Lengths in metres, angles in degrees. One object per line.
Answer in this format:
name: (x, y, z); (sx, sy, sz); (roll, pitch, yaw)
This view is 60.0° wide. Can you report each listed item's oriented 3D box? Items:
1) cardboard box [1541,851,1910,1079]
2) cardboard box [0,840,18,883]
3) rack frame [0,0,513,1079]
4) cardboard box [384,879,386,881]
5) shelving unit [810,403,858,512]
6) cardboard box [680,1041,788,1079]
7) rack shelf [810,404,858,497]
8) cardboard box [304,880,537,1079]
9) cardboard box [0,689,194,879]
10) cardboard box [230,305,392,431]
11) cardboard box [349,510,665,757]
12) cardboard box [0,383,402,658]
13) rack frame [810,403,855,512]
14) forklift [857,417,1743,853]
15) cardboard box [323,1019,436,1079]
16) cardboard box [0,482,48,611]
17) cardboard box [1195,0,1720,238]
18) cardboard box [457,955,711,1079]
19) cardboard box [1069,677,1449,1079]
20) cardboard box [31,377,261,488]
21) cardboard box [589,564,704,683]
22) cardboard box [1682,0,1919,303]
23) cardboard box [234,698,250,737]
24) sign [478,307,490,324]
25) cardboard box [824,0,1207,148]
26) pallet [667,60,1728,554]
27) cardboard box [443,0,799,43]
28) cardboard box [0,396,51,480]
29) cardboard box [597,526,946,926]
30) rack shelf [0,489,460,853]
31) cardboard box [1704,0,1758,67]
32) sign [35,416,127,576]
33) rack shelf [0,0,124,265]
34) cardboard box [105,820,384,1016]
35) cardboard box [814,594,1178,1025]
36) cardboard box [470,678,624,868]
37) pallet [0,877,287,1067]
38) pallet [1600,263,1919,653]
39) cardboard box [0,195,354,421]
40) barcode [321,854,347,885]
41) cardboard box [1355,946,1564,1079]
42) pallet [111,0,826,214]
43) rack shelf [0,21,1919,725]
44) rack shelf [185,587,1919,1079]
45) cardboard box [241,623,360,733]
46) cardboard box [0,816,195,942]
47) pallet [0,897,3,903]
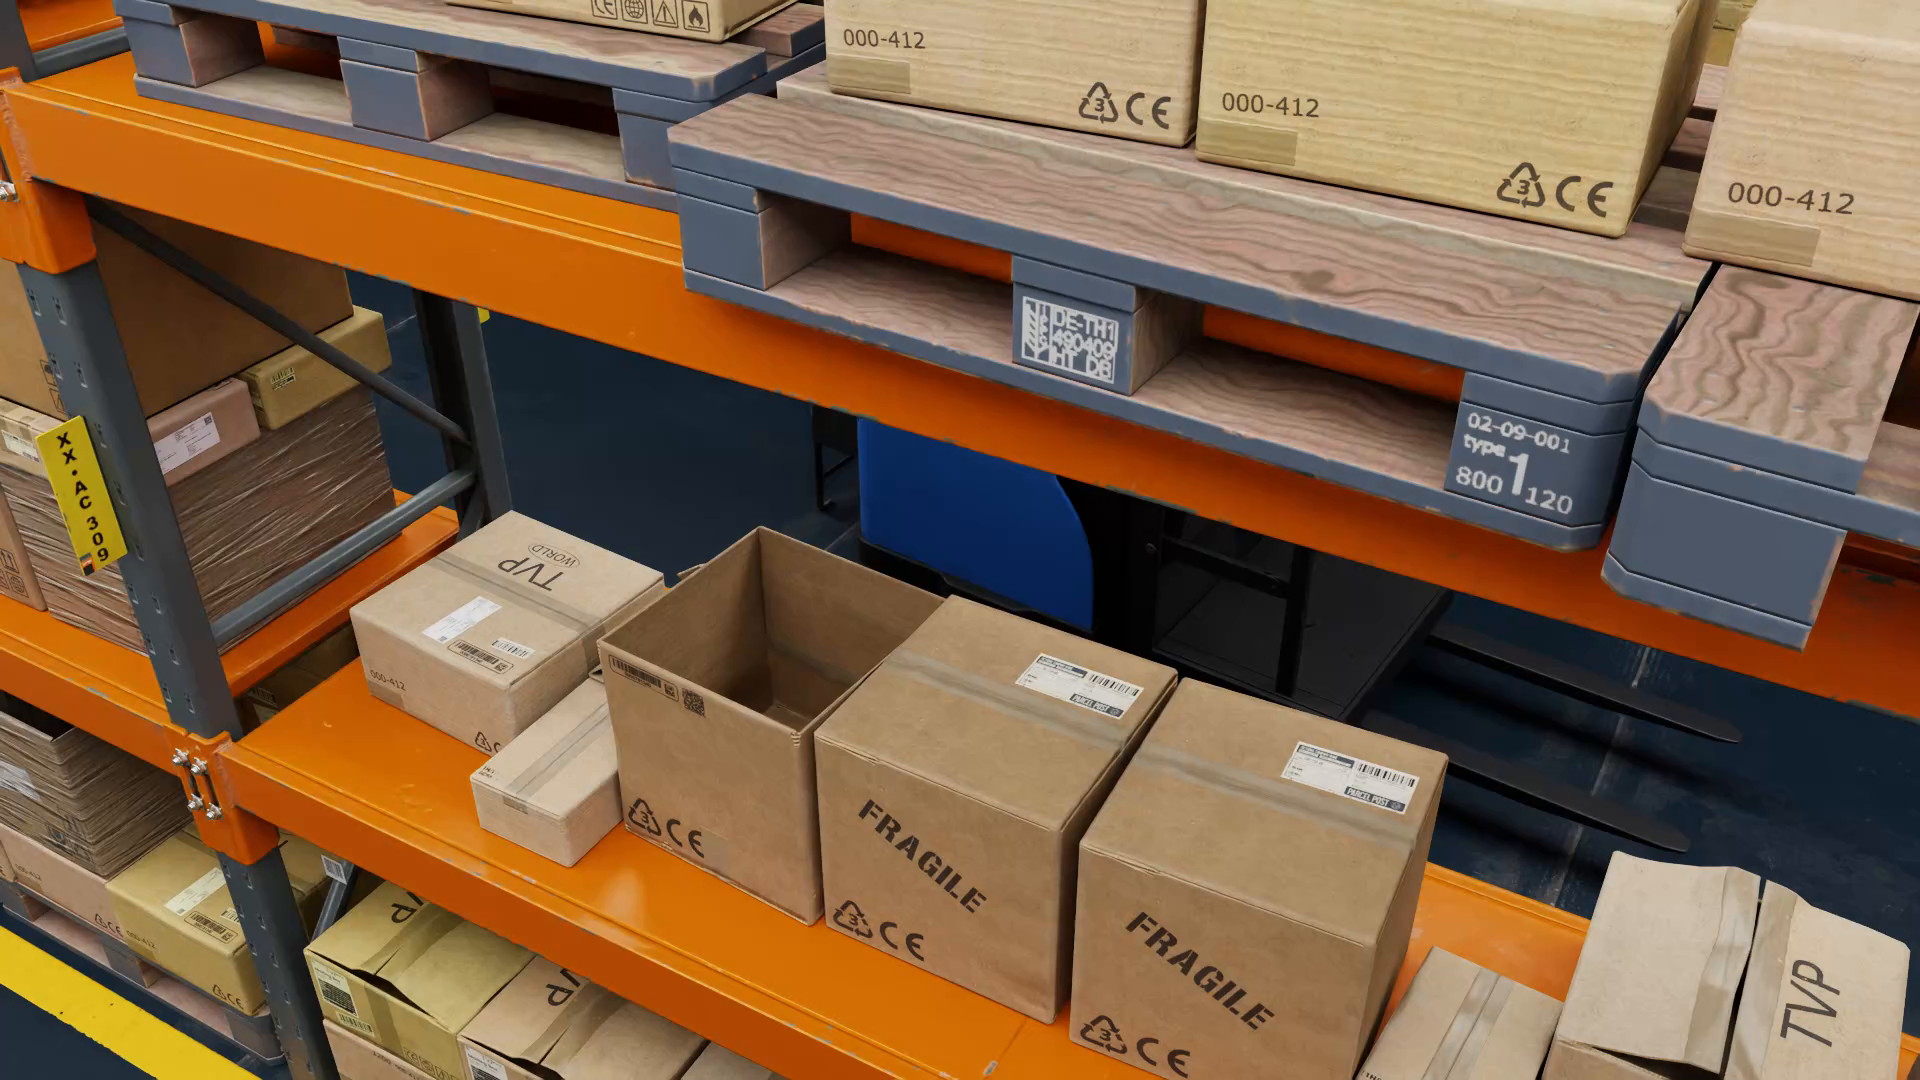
cardboard box: (1.316, 0.839, 2.865); (0.500, 0.311, 0.500); (17, 37, 24)
cardboard box: (-2.858, 0.715, 5.071); (0.500, 0.250, 0.500); (18, 37, 24)
rack frame: (-1.477, 0.041, 3.983); (0.127, 3.000, 1.000); (18, 37, 24)
cardboard box: (-1.729, 0.737, 5.039); (0.500, 0.250, 0.500); (18, 37, 24)
shelving unit: (-0.280, -1.007, 6.368); (0.503, 2.100, 0.431); (21, 39, 29)
cardboard box: (-0.360, 1.292, 3.699); (0.500, 0.311, 0.500); (16, 37, 23)
rack shelf: (-0.280, -0.413, 6.763); (0.480, 0.518, 0.431); (21, 39, 29)
cardboard box: (-1.242, 1.010, 4.122); (0.500, 0.311, 0.500); (18, 38, 25)
cardboard box: (-2.416, 0.533, 4.669); (0.500, 0.500, 0.500); (18, 37, 24)
cardboard box: (-1.614, -0.438, 4.026); (0.250, 0.149, 0.380); (18, 37, 24)
cardboard box: (-1.028, 0.217, 3.852); (0.500, 0.250, 0.500); (20, 39, 27)
cardboard box: (-1.865, -0.120, 4.134); (0.500, 0.500, 0.700); (17, 37, 23)
rack frame: (-0.480, -1.084, 6.484); (0.015, 2.100, 0.400); (21, 39, 29)
forklift: (1.114, -0.736, 5.211); (3.031, 2.935, 1.130); (21, 39, 29)
cardboard box: (-1.249, 1.241, 4.283); (0.500, 0.250, 0.500); (17, 37, 23)
cardboard box: (-2.326, -0.262, 4.347); (0.500, 0.500, 0.700); (17, 37, 24)
cardboard box: (0.619, -0.616, 2.019); (0.500, 0.250, 0.500); (17, 37, 23)
cardboard box: (-0.810, 1.151, 3.912); (0.500, 0.311, 0.500); (17, 37, 24)
cardboard box: (0.531, 0.646, 2.984); (0.500, 0.500, 0.500); (16, 37, 22)
cardboard box: (-1.819, -0.243, 3.733); (0.250, 0.149, 0.380); (18, 37, 24)
cardboard box: (-0.622, 0.250, 3.789); (0.258, 0.266, 0.396); (17, 37, 23)
cardboard box: (1.110, -0.453, 1.775); (0.500, 0.250, 0.500); (19, 38, 26)
cardboard box: (-2.162, 0.286, 5.039); (0.500, 0.500, 0.500); (18, 37, 24)
sign: (-1.216, -0.672, 4.080); (0.005, 0.325, 0.100); (18, 37, 24)
cardboard box: (0.153, -0.765, 2.243); (0.500, 0.250, 0.500); (14, 36, 20)
pallet: (0.390, -0.479, 2.227); (1.213, 0.211, 1.003); (19, 38, 27)
cardboard box: (-0.468, -0.996, 2.590); (0.500, 0.250, 0.500); (14, 36, 20)
cardboard box: (-2.033, -0.312, 3.836); (0.250, 0.149, 0.380); (17, 37, 23)
cardboard box: (-0.361, 0.363, 3.408); (0.500, 0.500, 0.500); (20, 39, 28)
rack shelf: (-3.213, -0.210, 5.008); (4.000, 0.370, 1.077); (18, 37, 24)
cardboard box: (2.945, -1.925, 6.448); (0.500, 0.500, 0.700); (18, 37, 24)
sign: (-1.751, -0.085, 3.319); (0.005, 0.325, 0.100); (18, 37, 24)
rack shelf: (-3.213, -1.458, 4.177); (4.000, 0.370, 1.077); (18, 37, 24)
cardboard box: (-1.988, 0.988, 4.662); (0.500, 0.250, 0.500); (18, 37, 24)
cardboard box: (0.074, 0.501, 3.202); (0.500, 0.500, 0.500); (18, 38, 24)
cardboard box: (-0.809, 0.487, 3.539); (0.250, 0.149, 0.380); (18, 37, 24)
pallet: (-2.146, 0.962, 5.114); (1.213, 0.211, 1.003); (18, 37, 24)
pallet: (1.363, -0.173, 1.767); (1.003, 0.211, 1.213); (19, 38, 27)
cardboard box: (-1.865, -0.660, 3.774); (0.500, 0.500, 0.700); (18, 38, 25)
barcode: (-1.462, 0.769, 3.881); (0.075, 0.075, 0.001); (18, 37, 24)
cardboard box: (0.861, 0.922, 2.886); (0.250, 0.149, 0.380); (21, 39, 28)
pallet: (-0.704, -0.892, 2.849); (1.217, 0.209, 0.805); (16, 37, 23)
rack shelf: (0.260, -0.358, 2.525); (4.000, 0.370, 1.077); (18, 37, 24)
rack shelf: (0.260, 0.890, 3.356); (4.000, 0.370, 1.077); (18, 37, 24)
cardboard box: (-1.724, 0.420, 4.838); (0.500, 0.500, 0.500); (18, 37, 24)
cardboard box: (-2.417, 0.846, 4.876); (0.500, 0.250, 0.500); (18, 37, 24)
pallet: (-3.210, 0.627, 5.617); (1.213, 0.211, 1.003); (18, 37, 24)
